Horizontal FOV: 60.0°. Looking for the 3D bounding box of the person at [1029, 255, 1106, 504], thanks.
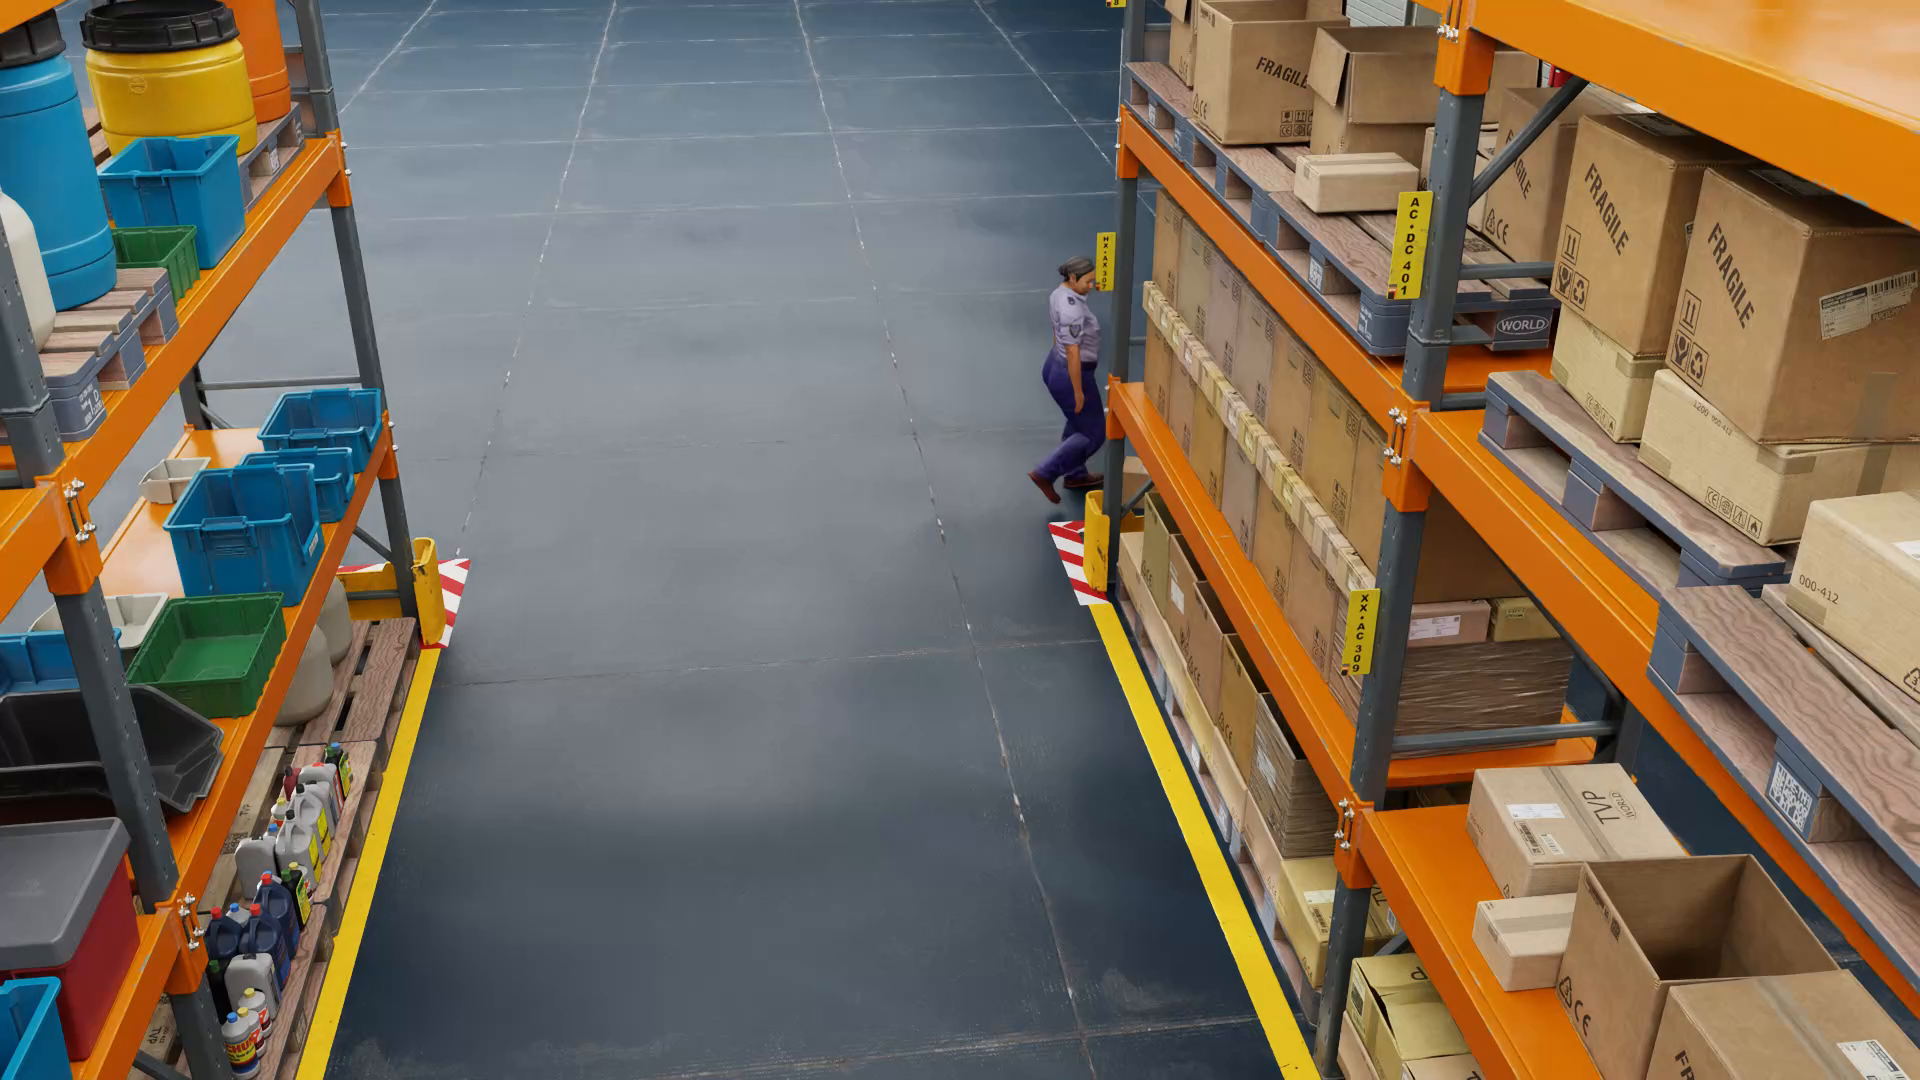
[{"bbox_3d":[0.704,-1.025,10.622,0.589,1.630,0.543,-4,28,-9],"label":"person"}]
